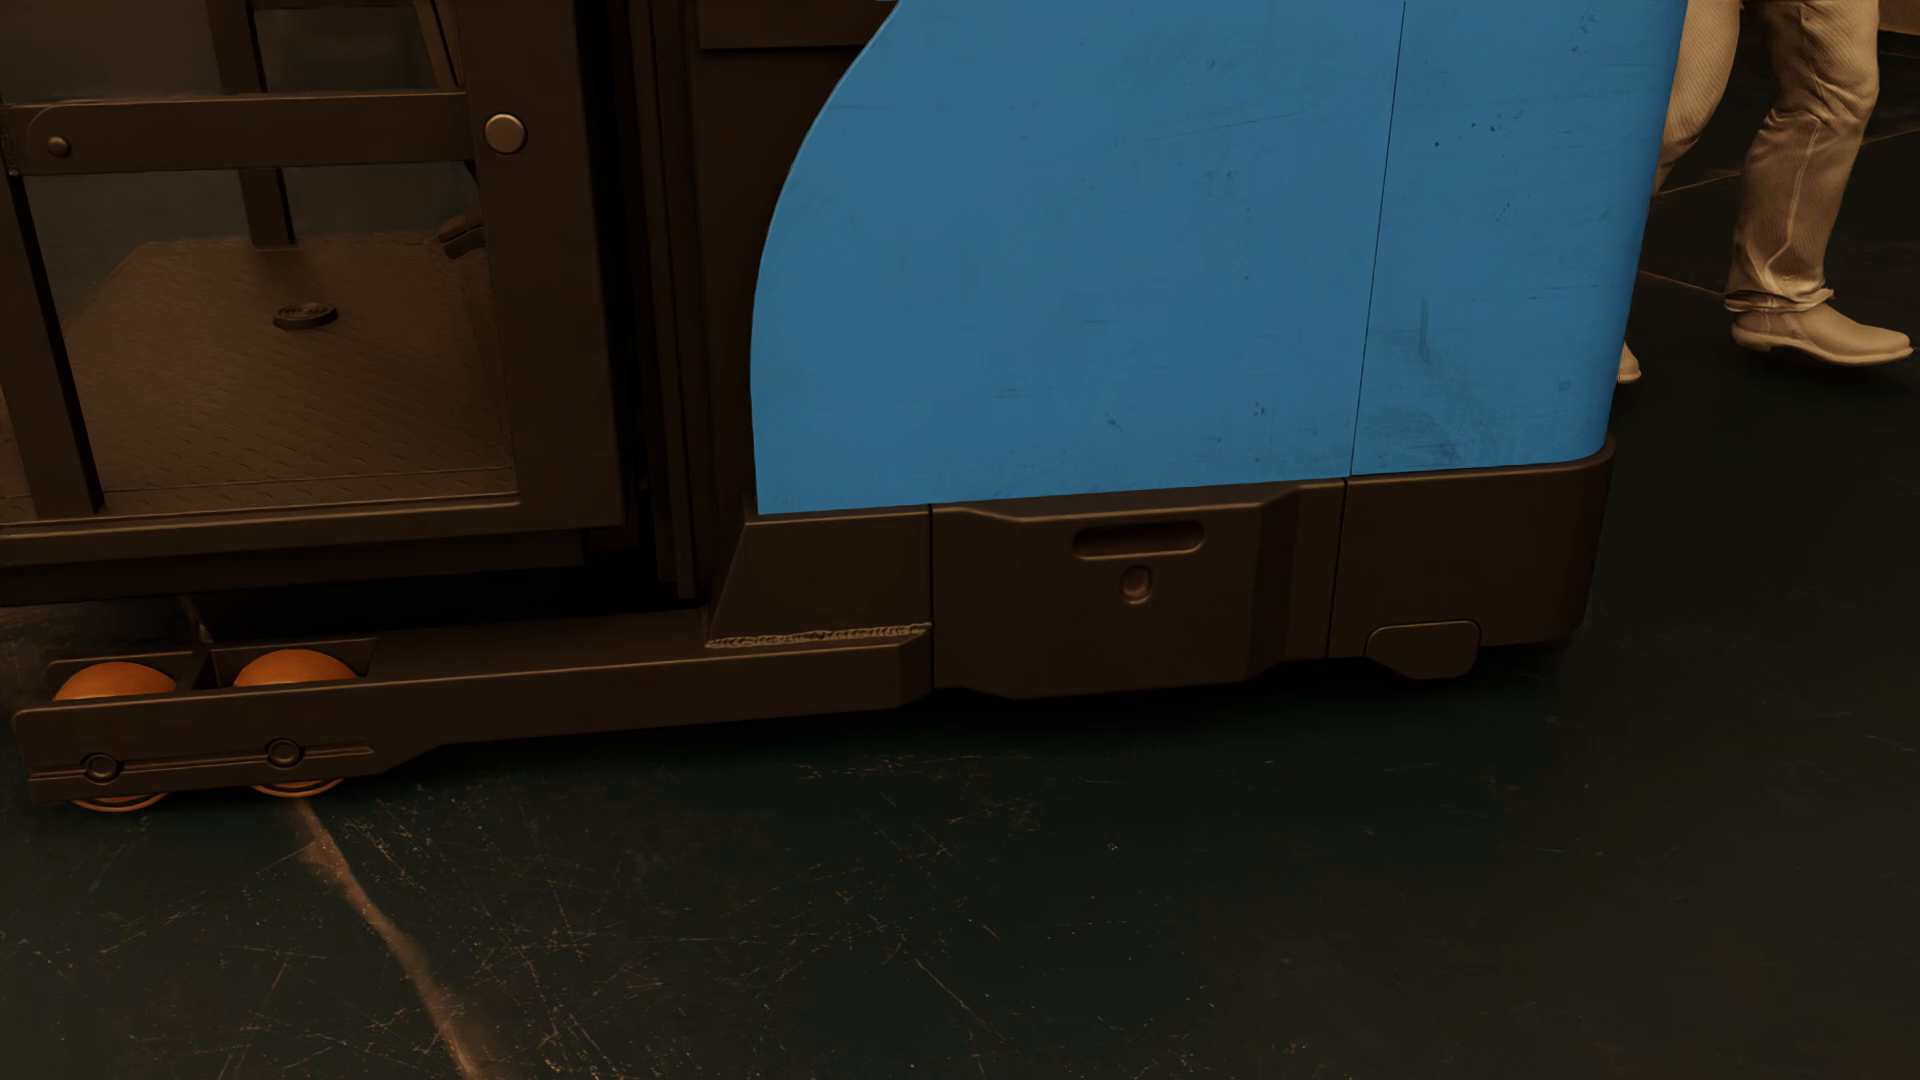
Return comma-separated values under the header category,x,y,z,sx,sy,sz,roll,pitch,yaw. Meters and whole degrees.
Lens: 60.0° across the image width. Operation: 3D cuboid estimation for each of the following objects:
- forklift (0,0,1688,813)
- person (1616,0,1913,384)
category,x,y,z,sx,sy,sz,roll,pitch,yaw
forklift,-0.750,-1.256,1.734,3.031,2.935,1.130,-4,27,-8
person,1.287,-1.093,2.665,0.866,1.728,0.438,-8,28,-16
